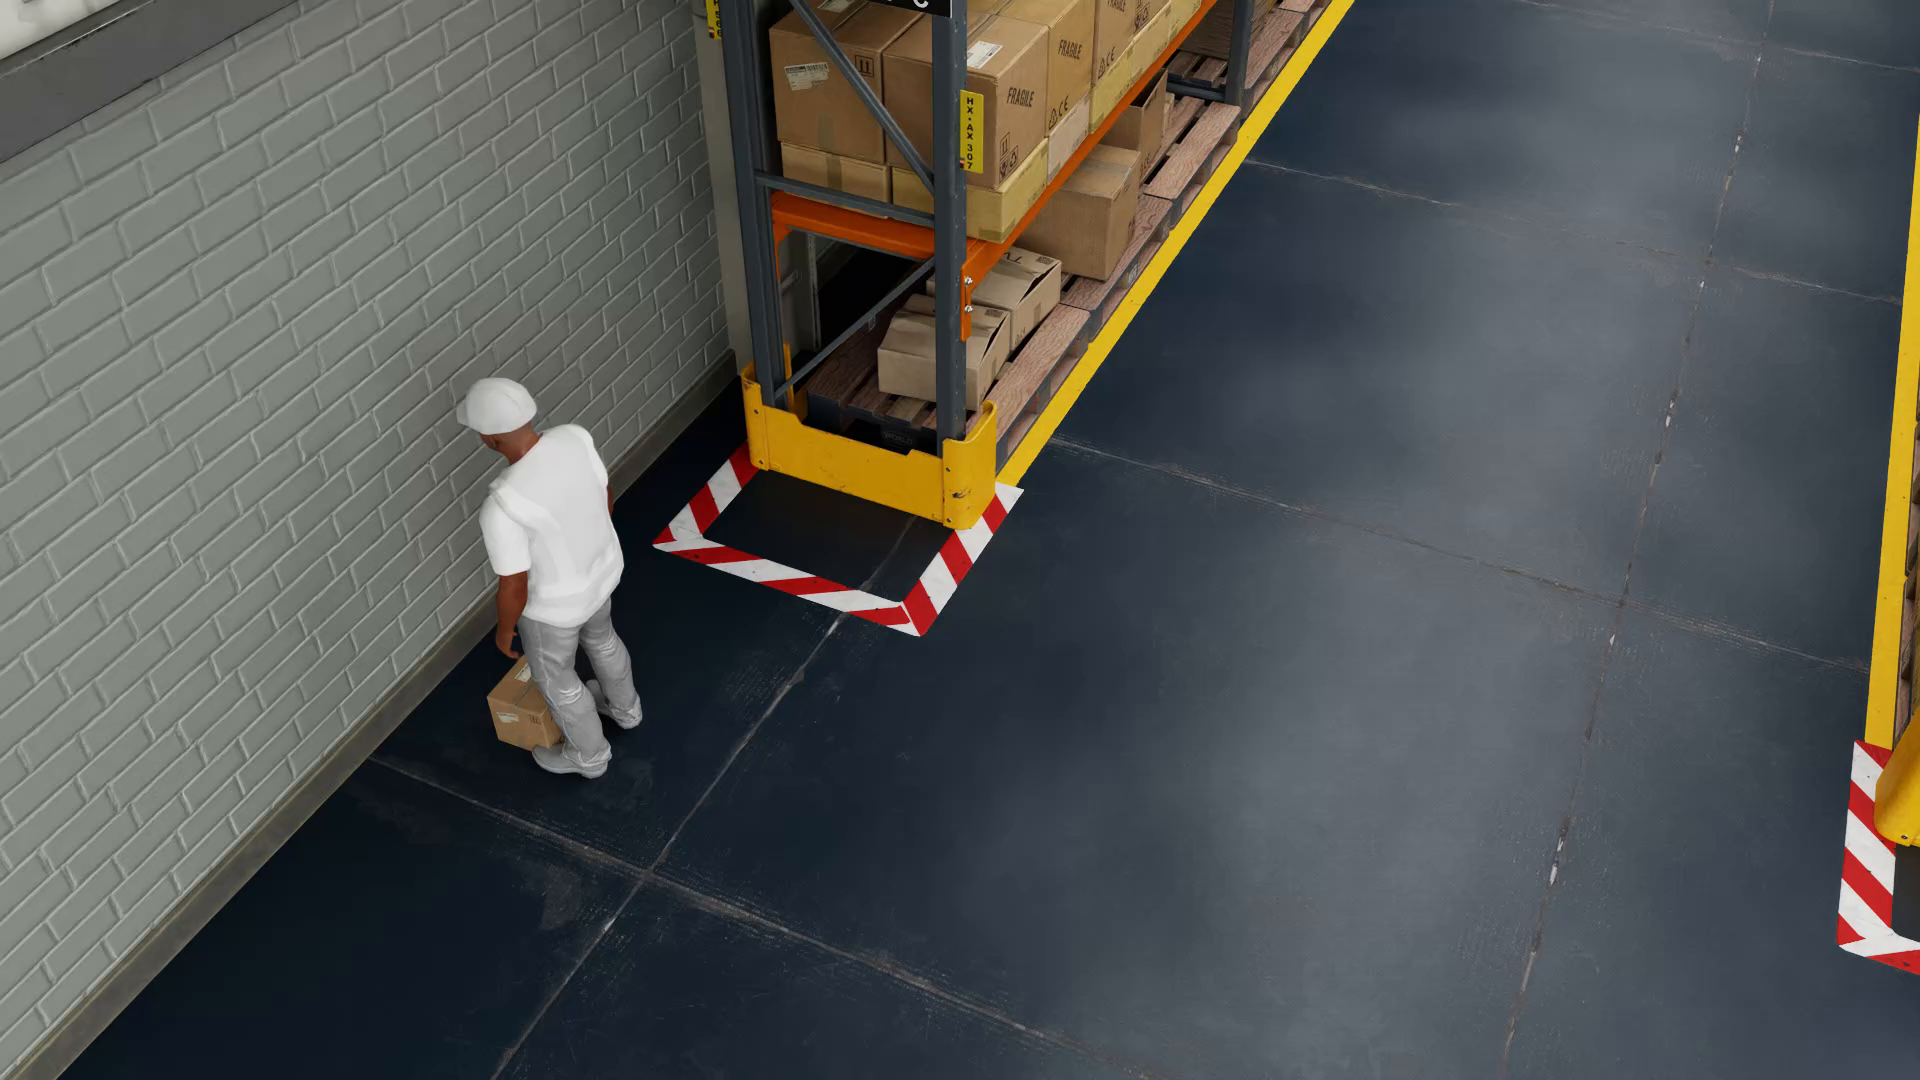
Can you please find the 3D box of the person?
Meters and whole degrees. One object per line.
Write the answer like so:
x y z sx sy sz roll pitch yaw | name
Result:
-1.450 0.145 5.983 0.460 1.760 0.627 17 45 19 | person
